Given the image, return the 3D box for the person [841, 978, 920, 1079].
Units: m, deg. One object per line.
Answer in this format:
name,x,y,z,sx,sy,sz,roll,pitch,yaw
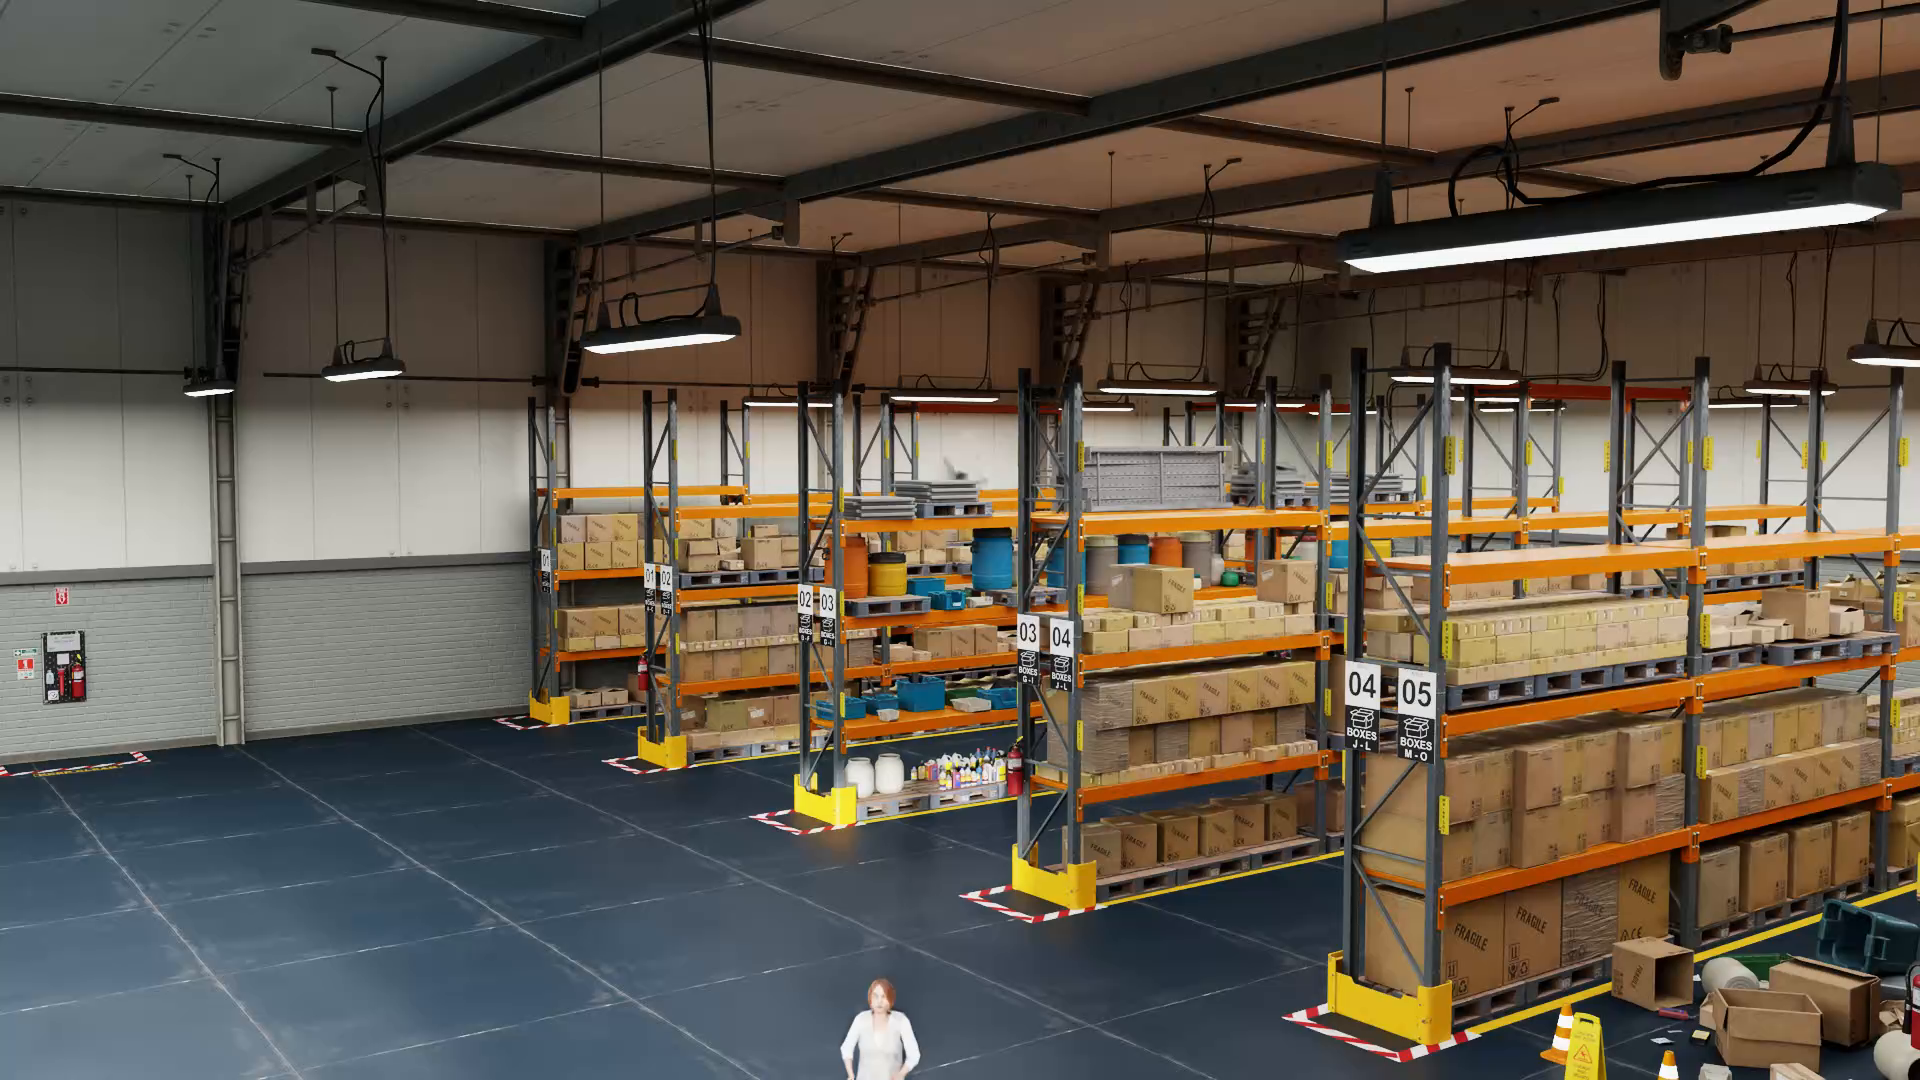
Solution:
person,-0.542,3.720,11.221,0.542,1.553,0.680,0,3,2
